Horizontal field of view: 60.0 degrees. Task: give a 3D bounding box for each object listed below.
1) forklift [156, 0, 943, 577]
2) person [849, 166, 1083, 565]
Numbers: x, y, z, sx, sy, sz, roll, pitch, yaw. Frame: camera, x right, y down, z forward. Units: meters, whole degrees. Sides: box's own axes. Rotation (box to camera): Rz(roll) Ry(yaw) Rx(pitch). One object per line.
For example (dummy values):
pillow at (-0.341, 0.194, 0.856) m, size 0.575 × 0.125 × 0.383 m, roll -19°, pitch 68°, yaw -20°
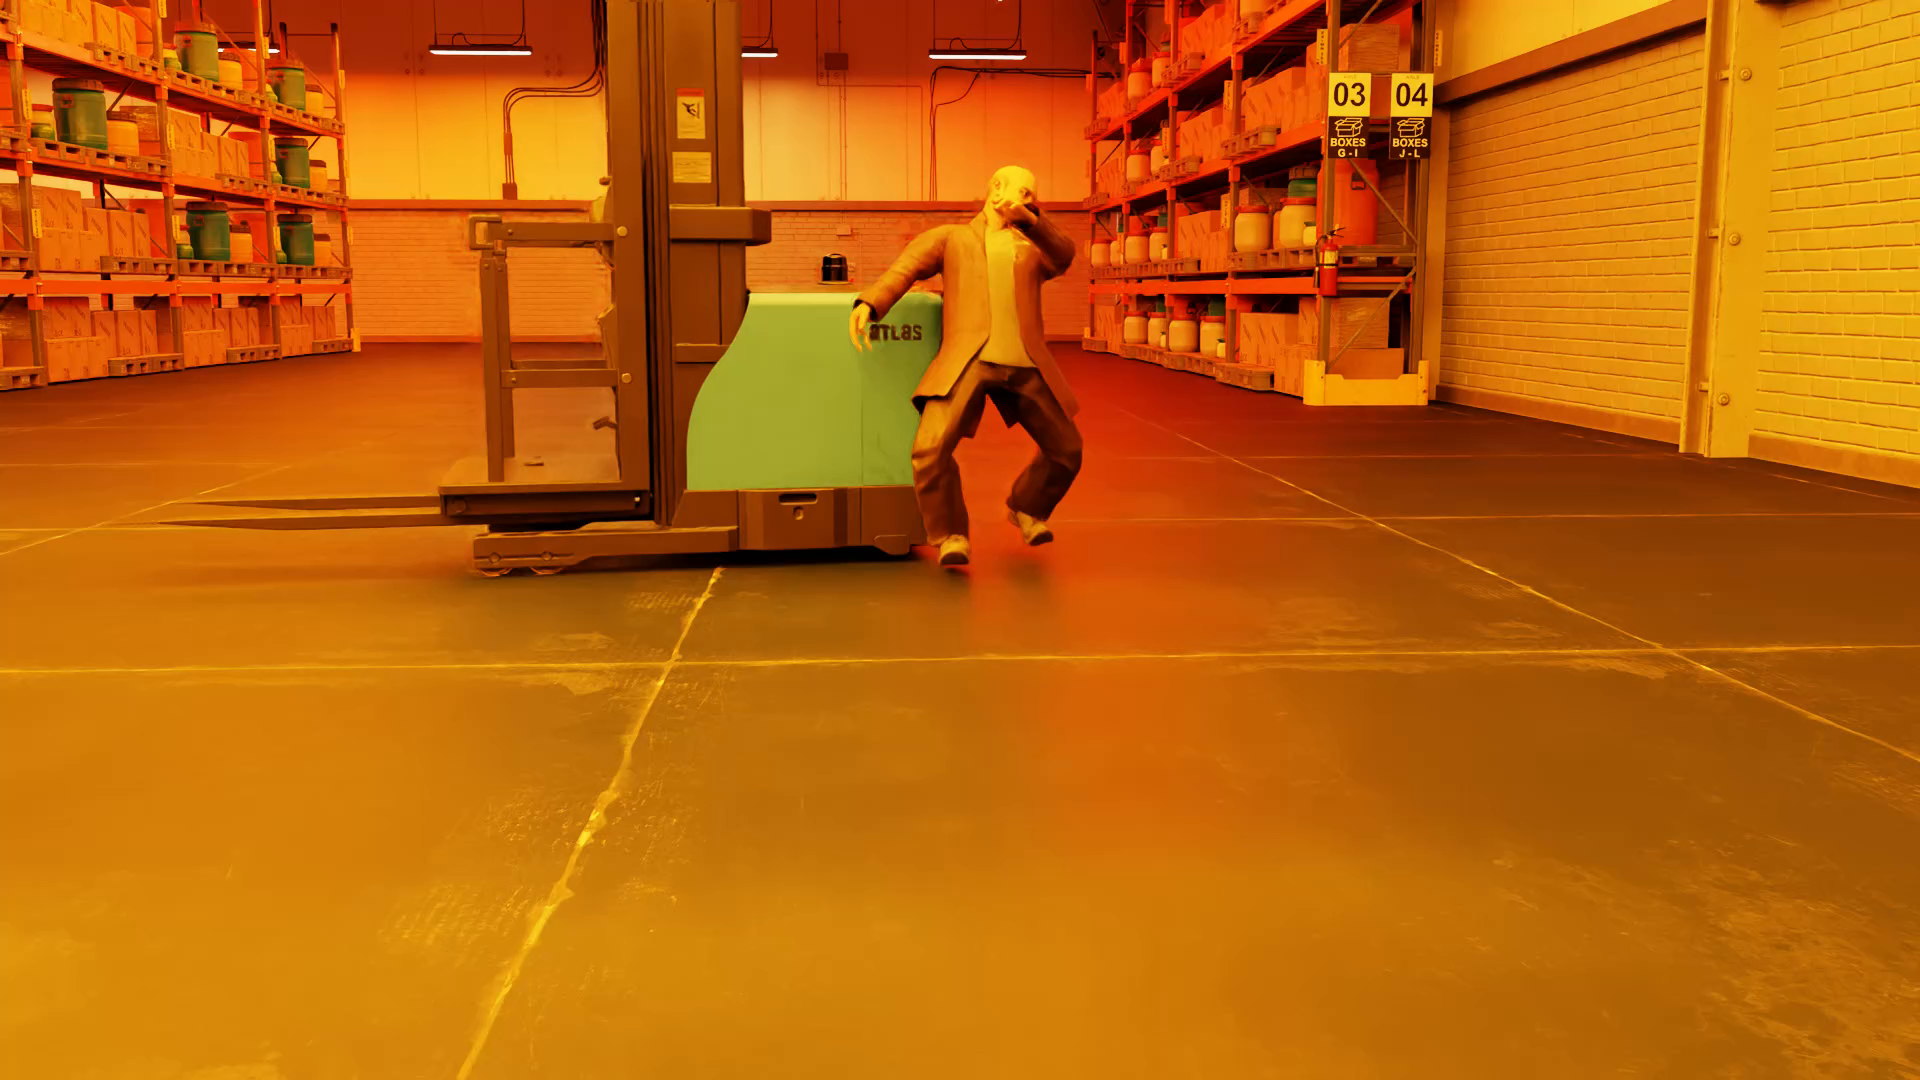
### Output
forklift at (-1.616, -1.393, 6.712) m, size 3.031 × 2.935 × 1.130 m, roll -2°, pitch 9°, yaw -12°
person at (0.021, -0.673, 6.438) m, size 0.978 × 1.539 × 0.880 m, roll -3°, pitch 9°, yaw -21°
